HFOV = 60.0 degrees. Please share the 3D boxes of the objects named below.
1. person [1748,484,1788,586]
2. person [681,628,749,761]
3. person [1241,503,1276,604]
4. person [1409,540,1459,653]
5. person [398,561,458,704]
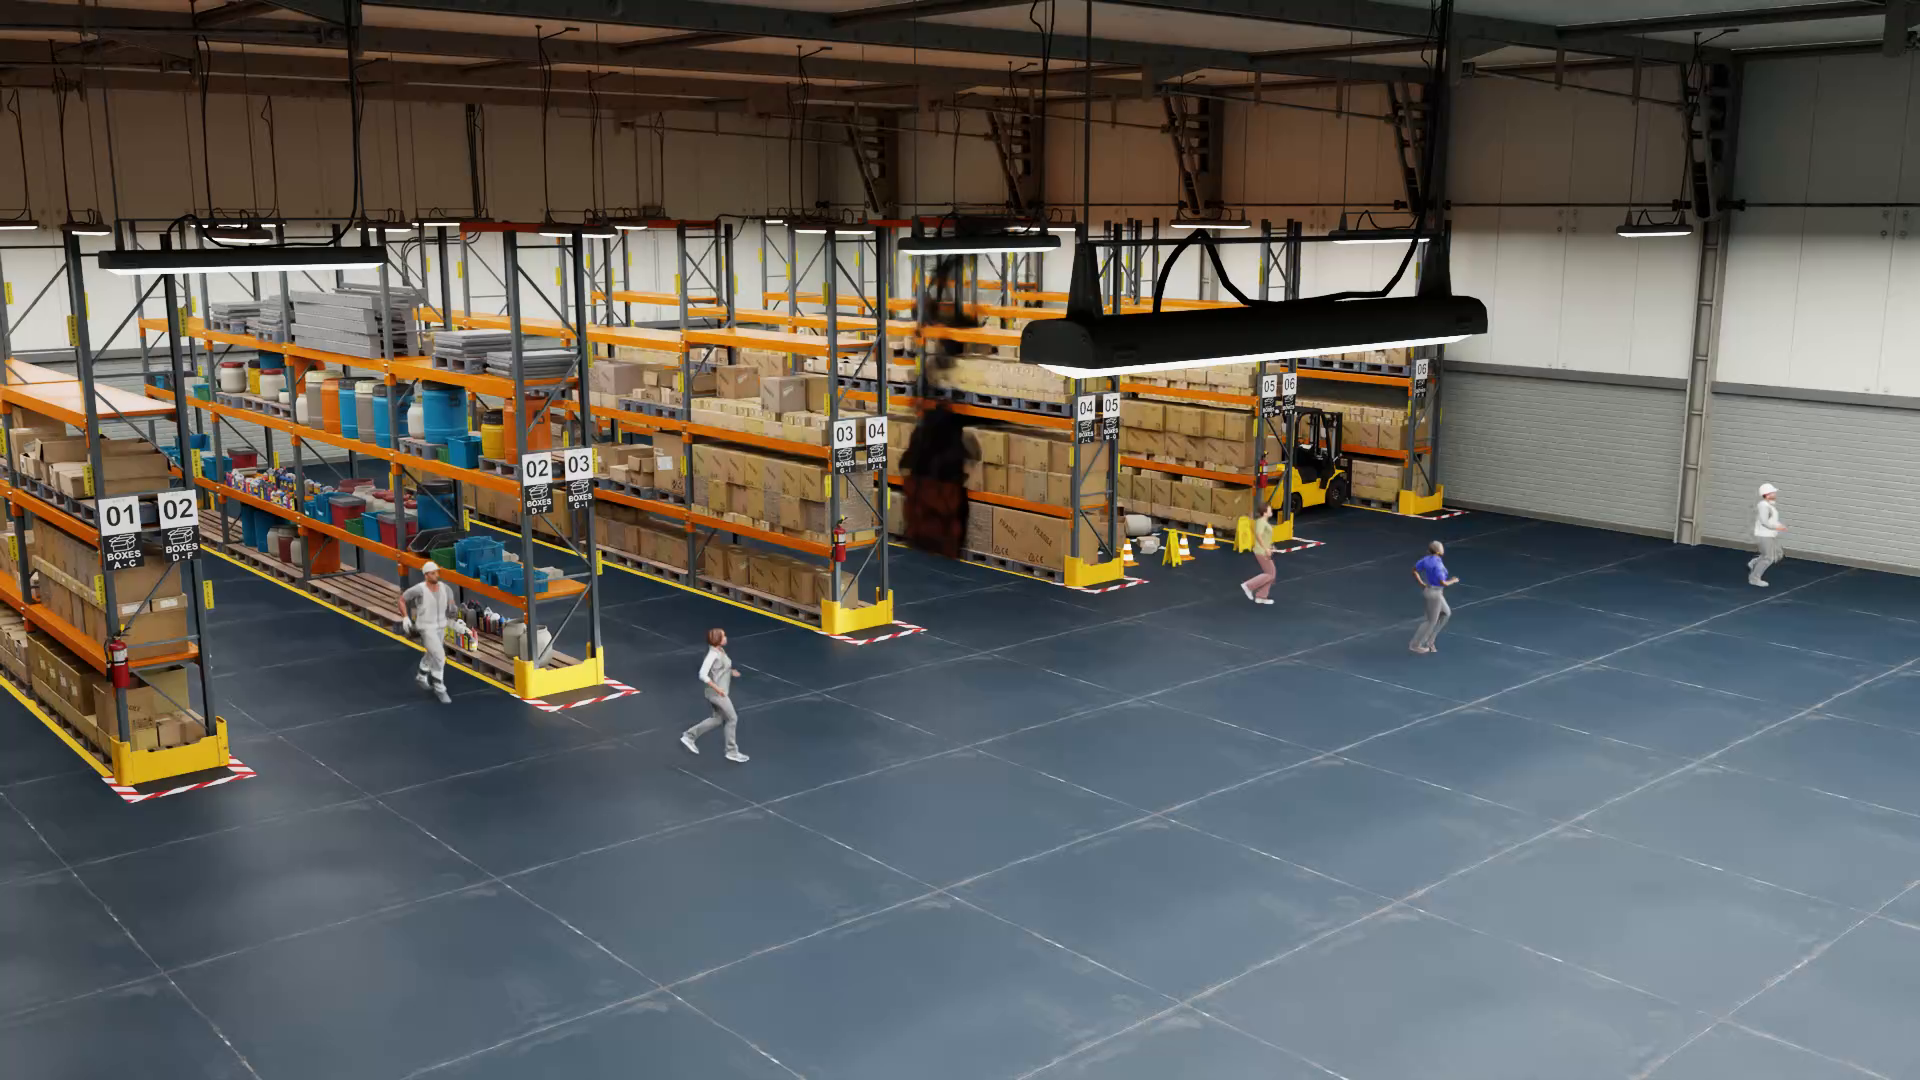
[{"bbox_3d":[13.580,-0.085,27.923,0.568,1.731,0.653,6,13,29],"label":"person"},{"bbox_3d":[-2.831,1.788,19.085,0.777,1.579,0.530,-2,12,-9],"label":"person"},{"bbox_3d":[4.800,0.213,26.711,0.546,1.642,0.597,1,11,3],"label":"person"},{"bbox_3d":[6.755,0.817,23.669,0.688,1.664,0.544,0,11,-2],"label":"person"},{"bbox_3d":[-6.823,1.179,21.488,0.876,1.844,0.643,7,13,31],"label":"person"}]
